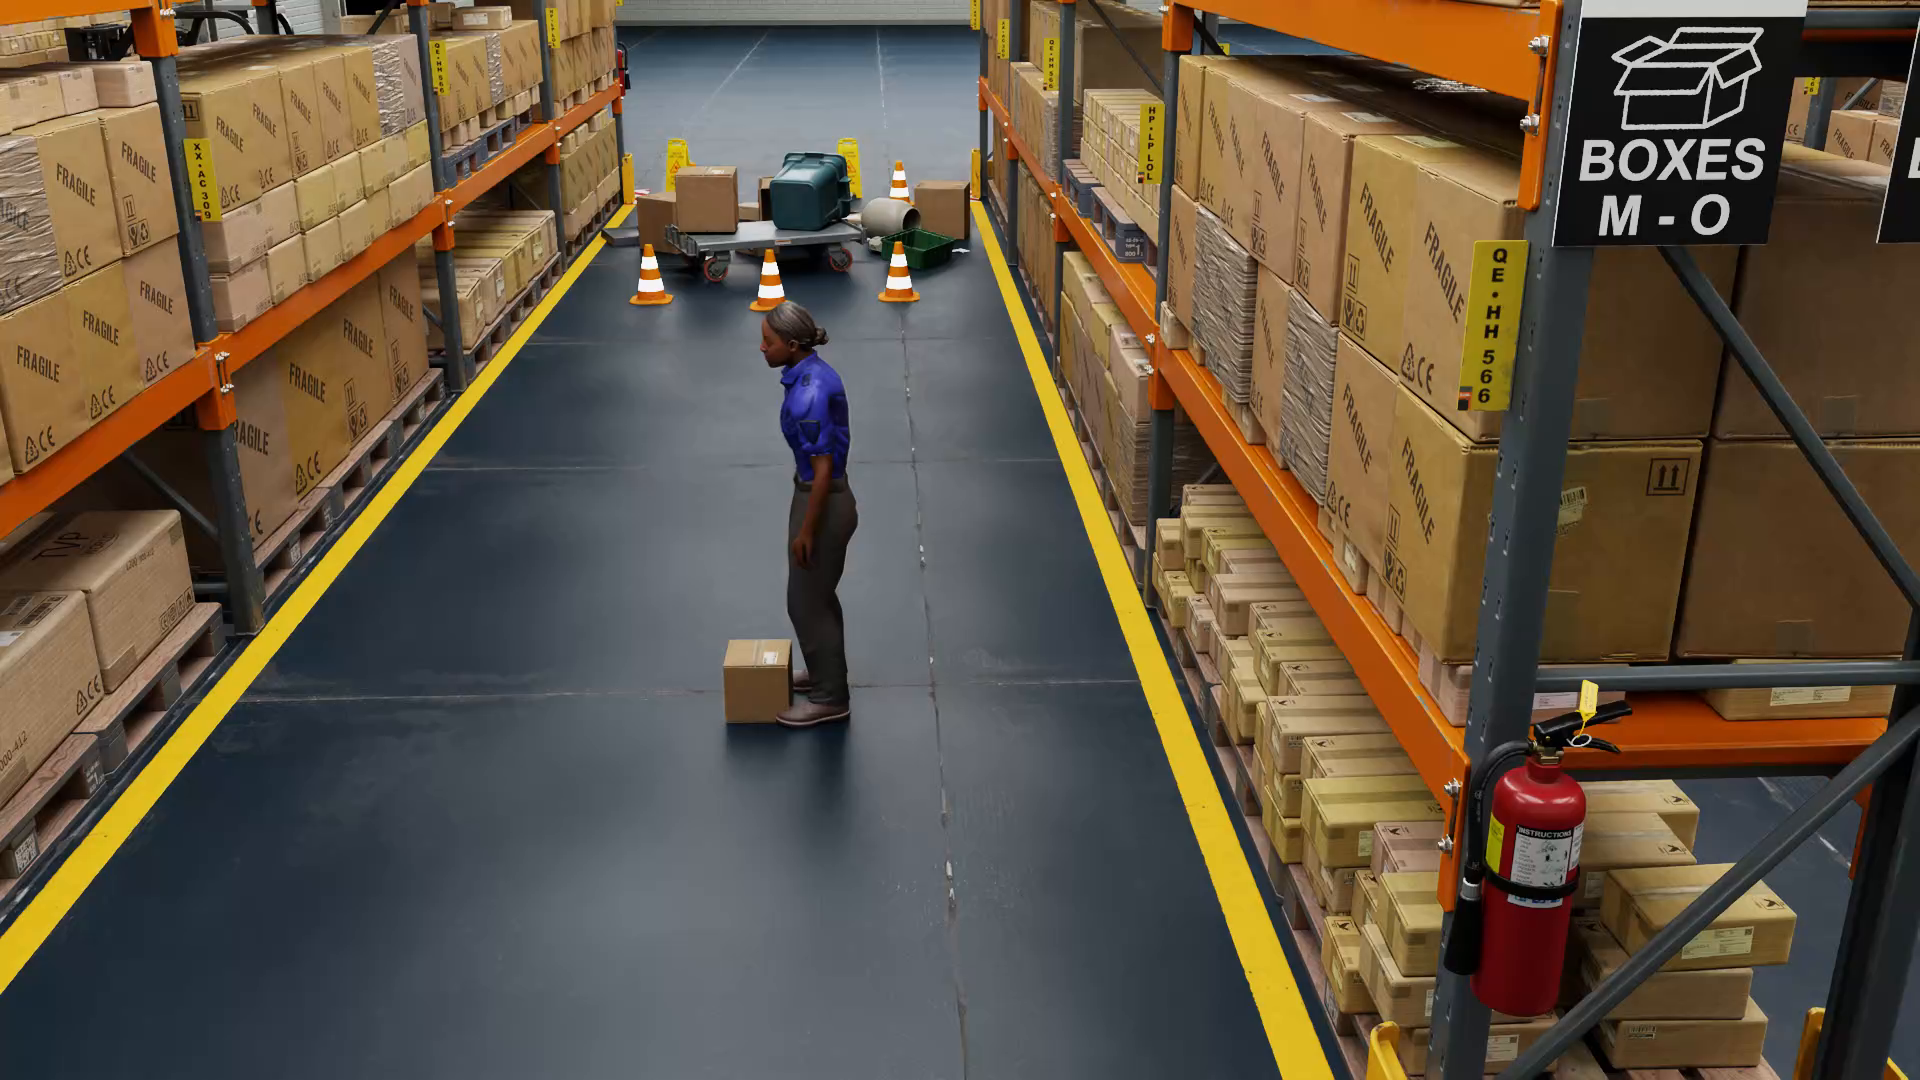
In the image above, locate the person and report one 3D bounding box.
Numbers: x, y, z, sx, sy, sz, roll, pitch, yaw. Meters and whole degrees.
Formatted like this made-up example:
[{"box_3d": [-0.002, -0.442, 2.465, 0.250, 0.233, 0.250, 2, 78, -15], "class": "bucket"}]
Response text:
[{"box_3d": [-0.567, -0.106, 6.367, 0.346, 1.656, 0.529, -2, 21, -5], "class": "person"}]
